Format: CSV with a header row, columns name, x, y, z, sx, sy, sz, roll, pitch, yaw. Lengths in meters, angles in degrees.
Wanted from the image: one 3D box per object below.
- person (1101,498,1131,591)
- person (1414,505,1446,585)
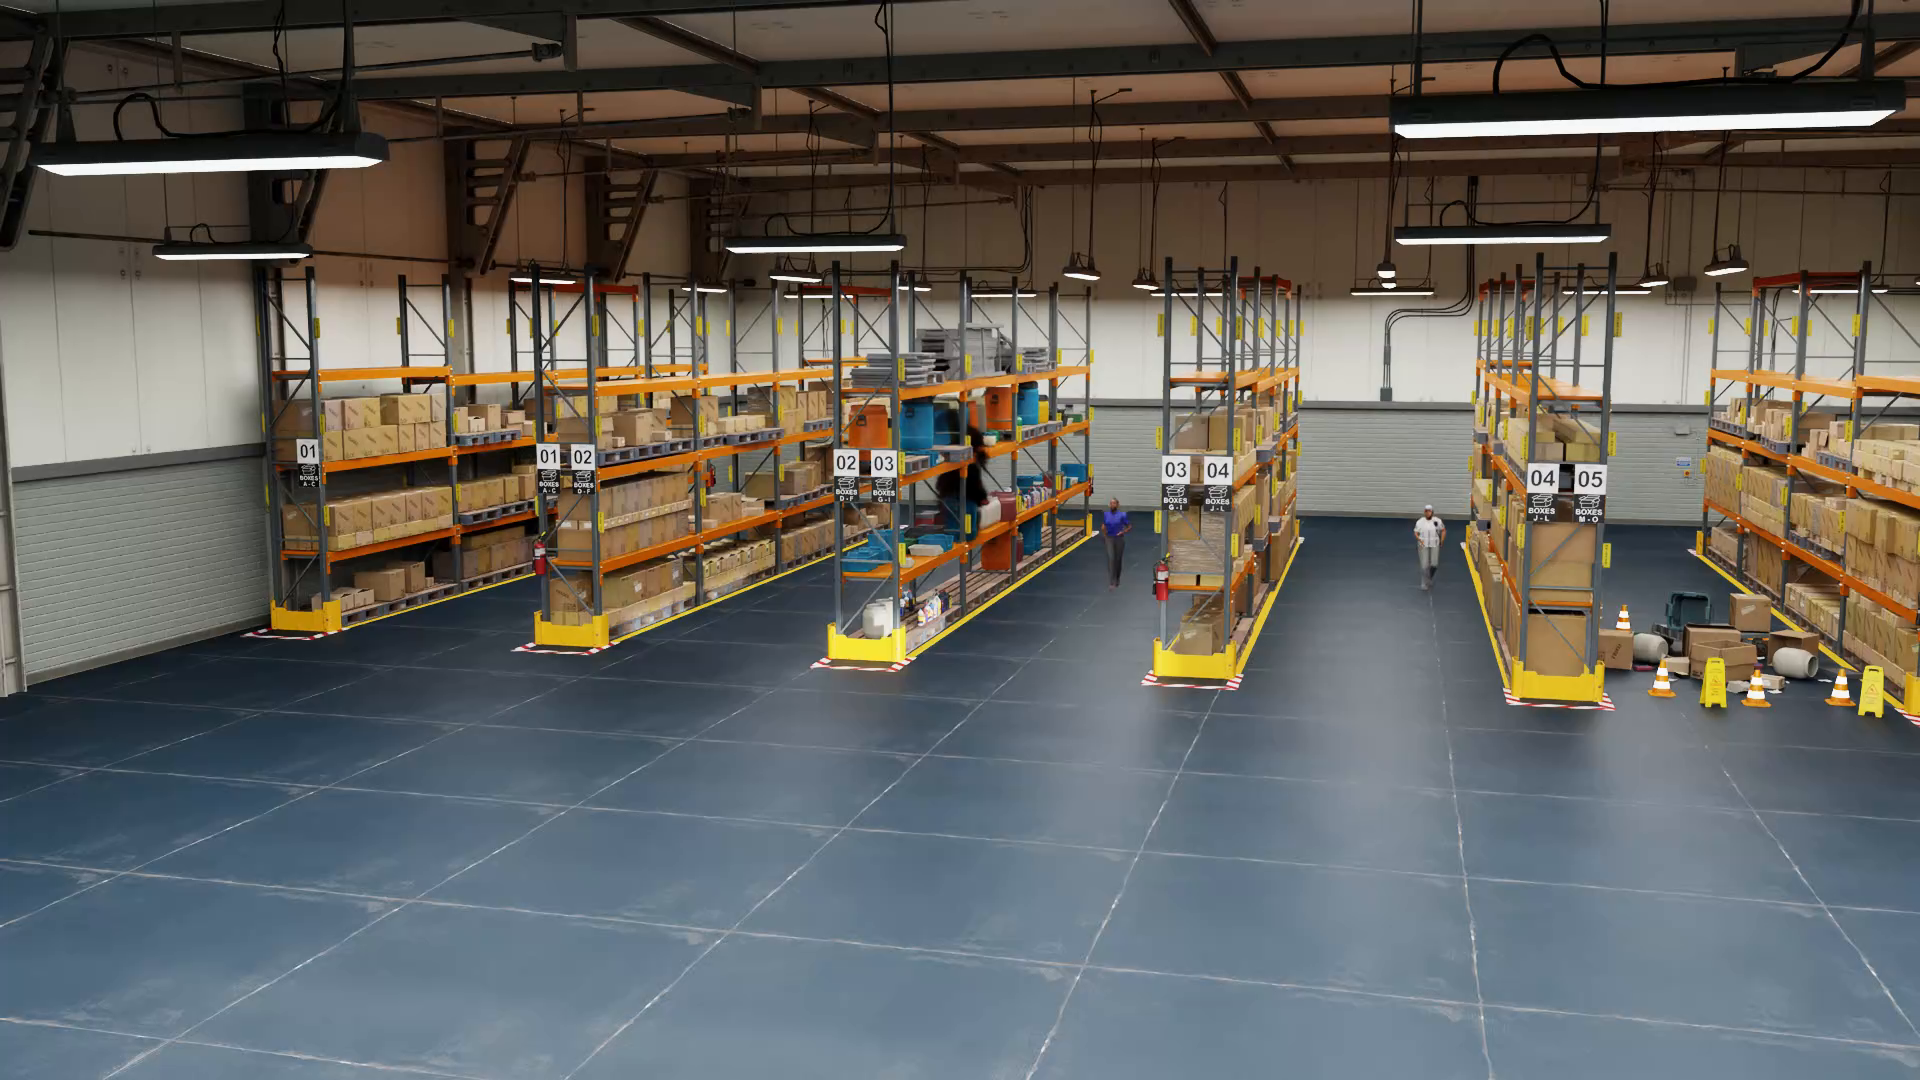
name,x,y,z,sx,sy,sz,roll,pitch,yaw
person,2.836,0.063,30.348,0.574,1.676,0.736,2,7,13
person,9.031,0.109,31.993,0.591,1.562,0.529,2,8,17
